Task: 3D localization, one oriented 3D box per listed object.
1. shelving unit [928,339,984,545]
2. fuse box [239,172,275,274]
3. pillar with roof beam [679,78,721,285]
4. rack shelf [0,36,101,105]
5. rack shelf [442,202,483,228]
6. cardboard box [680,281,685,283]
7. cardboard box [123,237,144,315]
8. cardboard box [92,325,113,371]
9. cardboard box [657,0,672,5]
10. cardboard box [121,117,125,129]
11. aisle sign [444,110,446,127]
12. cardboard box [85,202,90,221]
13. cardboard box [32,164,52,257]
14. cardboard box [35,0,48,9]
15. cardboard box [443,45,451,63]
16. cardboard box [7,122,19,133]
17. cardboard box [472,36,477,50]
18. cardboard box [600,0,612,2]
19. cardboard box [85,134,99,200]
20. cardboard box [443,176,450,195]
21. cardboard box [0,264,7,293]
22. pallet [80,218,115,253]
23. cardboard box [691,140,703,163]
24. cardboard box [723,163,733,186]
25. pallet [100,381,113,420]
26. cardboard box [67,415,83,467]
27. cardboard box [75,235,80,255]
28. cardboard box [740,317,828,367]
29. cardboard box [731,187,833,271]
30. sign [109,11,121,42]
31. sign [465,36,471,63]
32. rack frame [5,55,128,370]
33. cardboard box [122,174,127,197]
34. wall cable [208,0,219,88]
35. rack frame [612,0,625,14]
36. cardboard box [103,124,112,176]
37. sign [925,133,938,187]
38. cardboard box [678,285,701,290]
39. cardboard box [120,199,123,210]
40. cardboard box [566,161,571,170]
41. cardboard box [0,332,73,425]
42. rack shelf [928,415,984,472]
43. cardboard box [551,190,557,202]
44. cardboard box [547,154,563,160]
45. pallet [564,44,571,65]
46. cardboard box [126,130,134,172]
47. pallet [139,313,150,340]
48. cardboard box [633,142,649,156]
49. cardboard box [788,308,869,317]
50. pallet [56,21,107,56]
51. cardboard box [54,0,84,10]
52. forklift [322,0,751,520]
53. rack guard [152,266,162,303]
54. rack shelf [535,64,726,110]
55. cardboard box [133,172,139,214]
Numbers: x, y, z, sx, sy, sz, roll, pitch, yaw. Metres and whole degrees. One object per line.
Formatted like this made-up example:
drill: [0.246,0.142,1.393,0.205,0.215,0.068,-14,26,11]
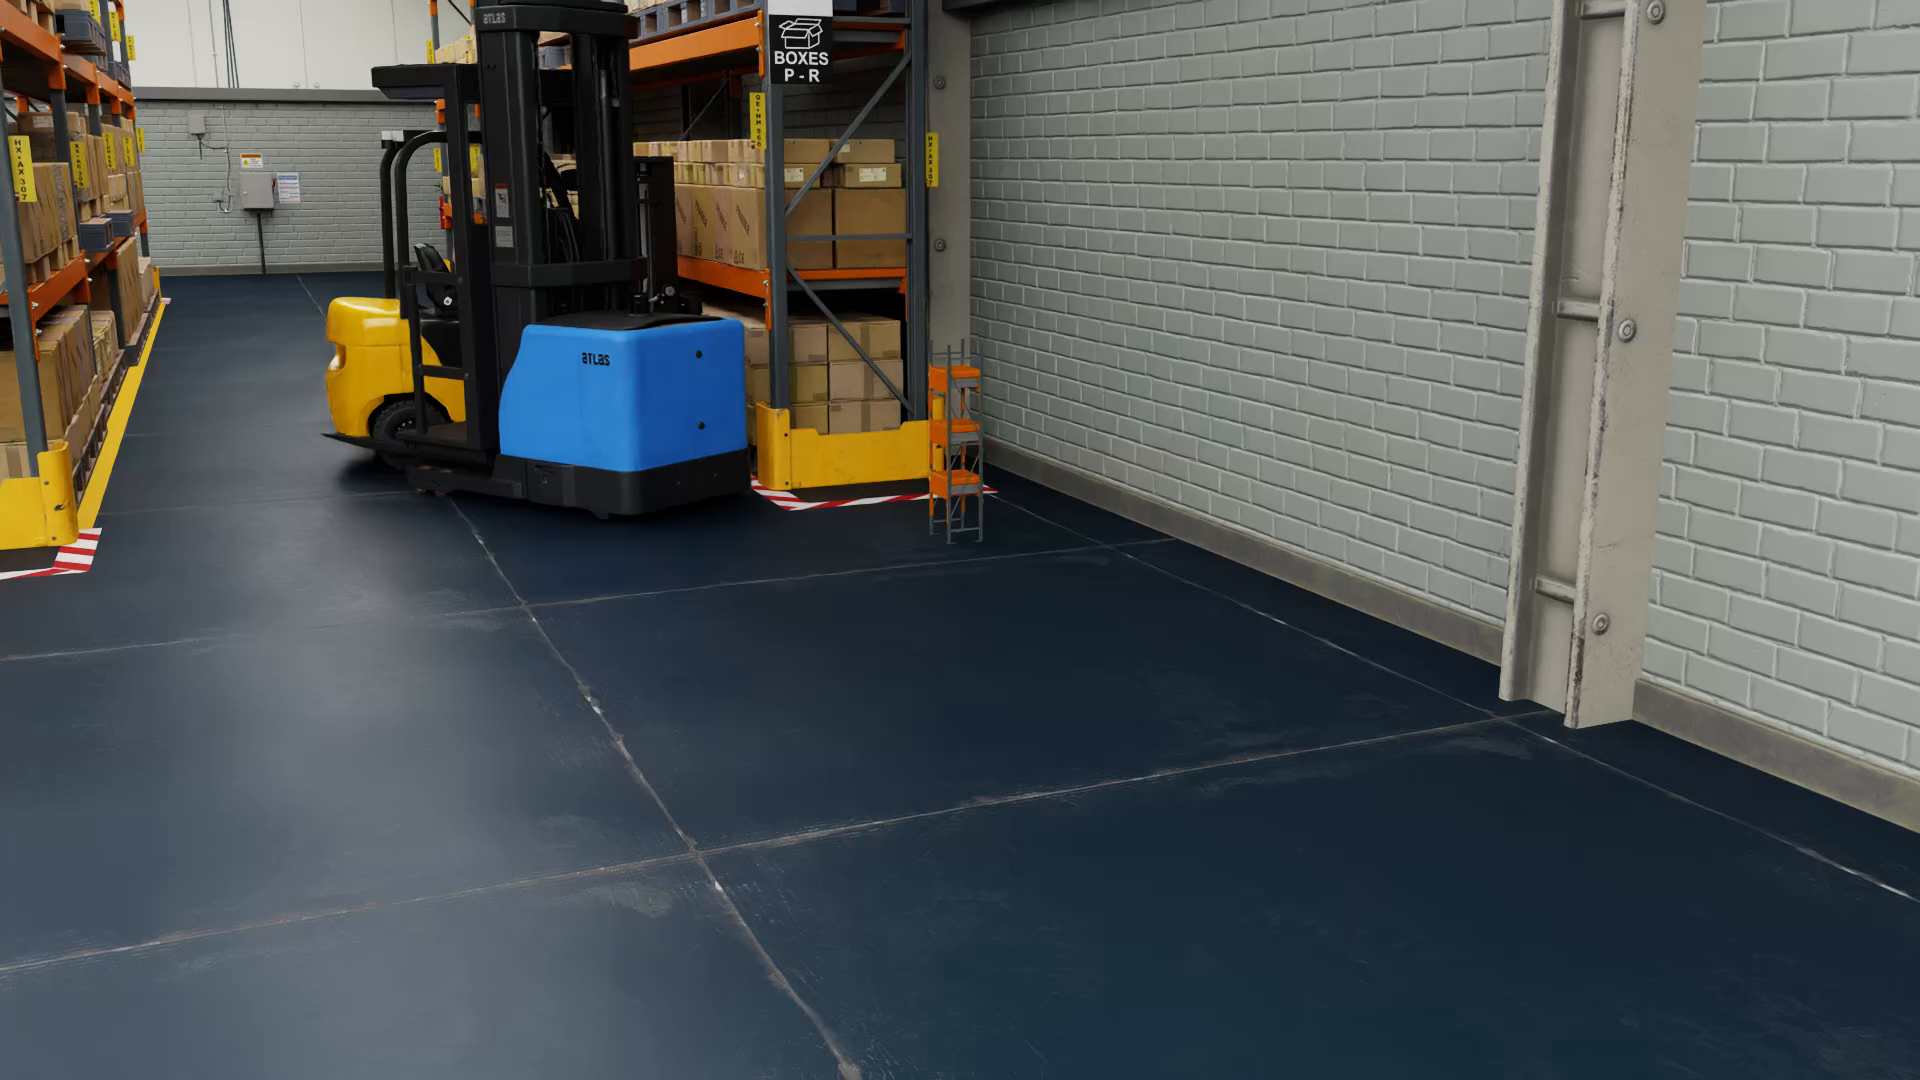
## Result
shelving unit: [-0.021,-0.523,8.799,0.215,1.050,0.252,-6,14,-23]
fuse box: [-11.946,-5.406,28.431,0.539,1.711,0.414,-6,14,-23]
pillar with roof beam: [-6.494,-5.853,14.202,9.100,9.000,0.400,-6,14,-23]
rack shelf: [-7.643,-3.756,13.388,1.077,0.370,4.000,-6,14,-23]
rack shelf: [-6.301,-4.396,22.808,1.077,0.370,4.000,-6,14,-23]
cardboard box: [-3.122,-2.151,15.848,0.875,0.625,0.625,-6,14,-25]
cardboard box: [-9.725,-2.933,18.671,0.875,0.875,0.875,-5,14,-21]
cardboard box: [-7.626,-1.556,13.836,0.950,0.372,0.625,-5,14,-21]
cardboard box: [-1.979,-3.996,11.975,0.396,0.266,0.258,-6,14,-24]
cardboard box: [-10.317,-5.040,20.115,0.380,0.149,0.250,-6,14,-25]
aisle sign: [-7.399,-6.414,24.165,0.394,0.787,0.004,-6,14,-23]
cardboard box: [-6.866,-2.509,12.683,0.380,0.149,0.250,-5,14,-22]
cardboard box: [-5.386,-1.828,9.236,0.500,0.500,0.500,-5,14,-21]
cardboard box: [-6.215,-3.594,10.765,0.500,0.250,0.500,-6,14,-24]
cardboard box: [-6.755,-6.613,22.702,0.500,0.250,0.500,-6,14,-24]
cardboard box: [-8.891,-3.677,15.666,0.500,0.500,0.500,-6,14,-24]
cardboard box: [-5.548,-5.864,19.648,0.380,0.149,0.250,-6,14,-24]
cardboard box: [-2.809,-4.479,13.964,0.500,0.311,0.500,-6,14,-25]
cardboard box: [-7.154,-2.959,13.191,0.500,0.500,0.500,-6,14,-23]
cardboard box: [-7.168,-5.114,23.985,0.500,0.250,0.500,-6,14,-23]
cardboard box: [-5.186,-1.372,8.701,0.380,0.149,0.250,-6,14,-23]
pallet: [-7.015,-2.309,12.620,1.003,0.211,1.213,-6,14,-23]
cardboard box: [-1.633,-2.674,11.449,0.380,0.149,0.250,-5,14,-22]
cardboard box: [-1.355,-2.427,11.043,0.380,0.149,0.250,-6,14,-23]
pallet: [-7.155,-1.034,12.868,1.003,0.211,1.213,-6,14,-23]
cardboard box: [-5.507,-0.568,9.838,0.500,0.250,0.500,-5,14,-21]
cardboard box: [-6.434,-2.070,11.720,0.380,0.149,0.250,-6,14,-24]
cardboard box: [-1.163,-1.273,10.669,0.500,0.250,0.500,-5,14,-21]
cardboard box: [-1.131,-1.981,10.555,0.500,0.500,0.500,-6,14,-24]
sign: [-9.553,-5.802,18.789,0.100,0.325,0.005,-6,14,-23]
sign: [-5.994,-5.996,20.326,0.100,0.325,0.005,-6,14,-23]
rack frame: [-8.444,-3.058,15.430,1.000,3.000,0.127,-6,14,-23]
cardboard box: [-9.440,-3.883,18.219,0.500,0.250,0.500,-5,14,-22]
wall cable: [-13.495,-8.851,27.154,2.355,3.000,0.029,-6,14,-23]
rack frame: [-2.296,-5.603,13.123,1.000,3.000,0.127,-6,14,-23]
cardboard box: [-8.625,-3.819,16.281,0.500,0.500,0.500,-6,14,-23]
sign: [-0.182,-2.364,10.334,0.100,0.325,0.005,-6,14,-23]
cardboard box: [-2.389,-1.905,13.396,0.500,0.250,0.500,-6,14,-24]
cardboard box: [-9.248,-3.530,17.803,0.500,0.250,0.500,-6,14,-24]
cardboard box: [-3.513,-3.514,15.739,0.380,0.149,0.250,-5,14,-22]
cardboard box: [-5.533,-0.940,9.781,0.500,0.500,0.500,-6,14,-25]
rack shelf: [-0.021,-0.512,8.802,0.215,0.259,0.240,-6,14,-23]
cardboard box: [-3.744,-3.460,16.392,0.500,0.250,0.500,-5,14,-21]
cardboard box: [-4.721,-4.083,18.697,0.797,0.503,0.637,-6,14,-24]
pallet: [-3.093,-4.514,15.486,1.003,0.211,1.213,-5,14,-20]
cardboard box: [-10.407,-4.752,20.311,0.500,0.500,0.500,-5,14,-22]
pallet: [-9.669,-2.373,18.656,1.003,0.211,1.213,-6,14,-23]
cardboard box: [-2.440,-3.098,13.282,0.380,0.149,0.250,-5,14,-22]
cardboard box: [-0.916,-1.426,11.327,0.500,0.250,0.500,-6,14,-23]
pallet: [-7.410,-3.953,13.060,1.213,0.211,1.003,-6,14,-23]
cardboard box: [-6.709,-3.981,12.169,0.500,0.250,0.500,-6,14,-25]
forklift: [-2.746,-1.775,10.041,3.031,2.935,1.130,9,16,34]
rack guard: [-11.659,-3.498,22.875,1.175,0.500,0.348,-6,14,-23]
rack shelf: [-3.097,-4.205,15.328,1.077,0.370,4.000,-6,14,-23]
cardboard box: [-10.386,-4.261,20.408,0.500,0.500,0.500,-6,14,-23]
